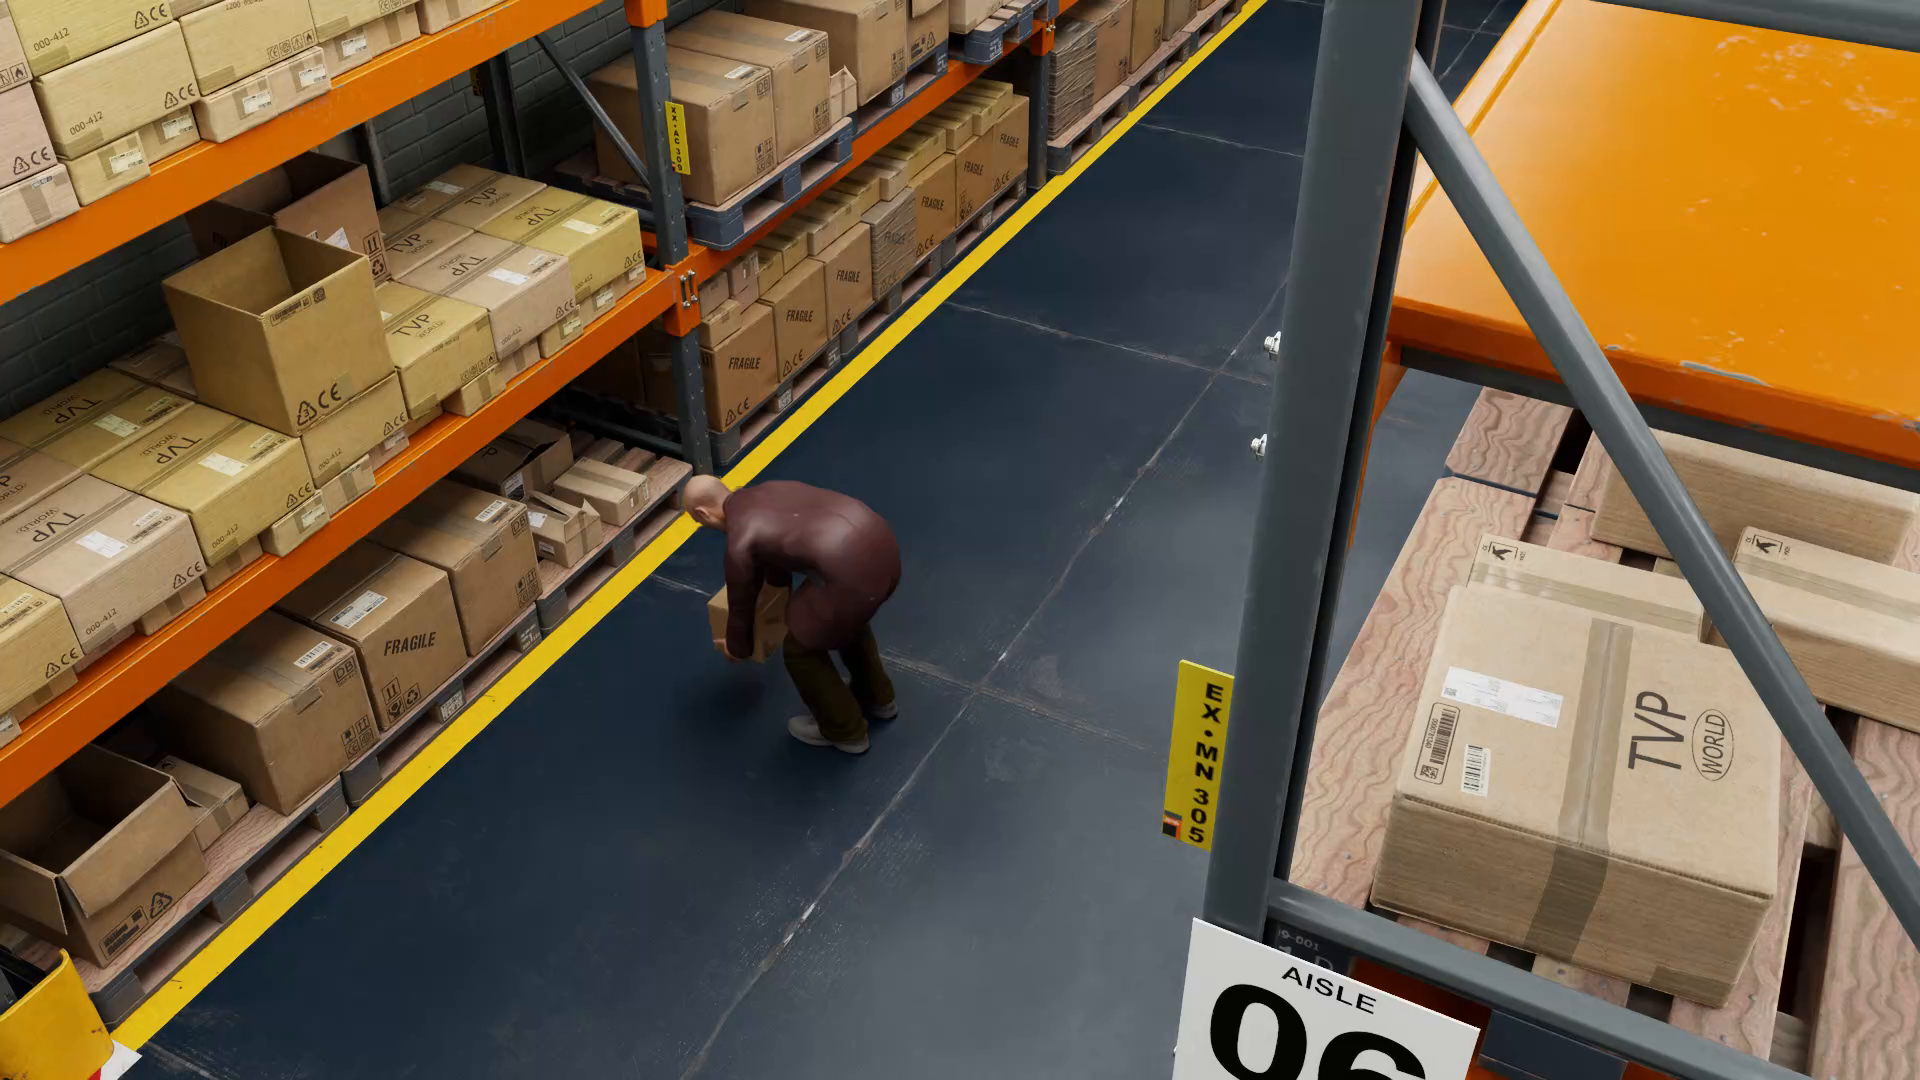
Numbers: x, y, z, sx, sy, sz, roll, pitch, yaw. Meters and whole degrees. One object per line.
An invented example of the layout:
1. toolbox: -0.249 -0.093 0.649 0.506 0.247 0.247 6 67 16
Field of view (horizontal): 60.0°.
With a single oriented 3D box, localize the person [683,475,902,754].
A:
1. person: -0.693 0.278 6.930 0.948 1.133 0.568 16 40 20
